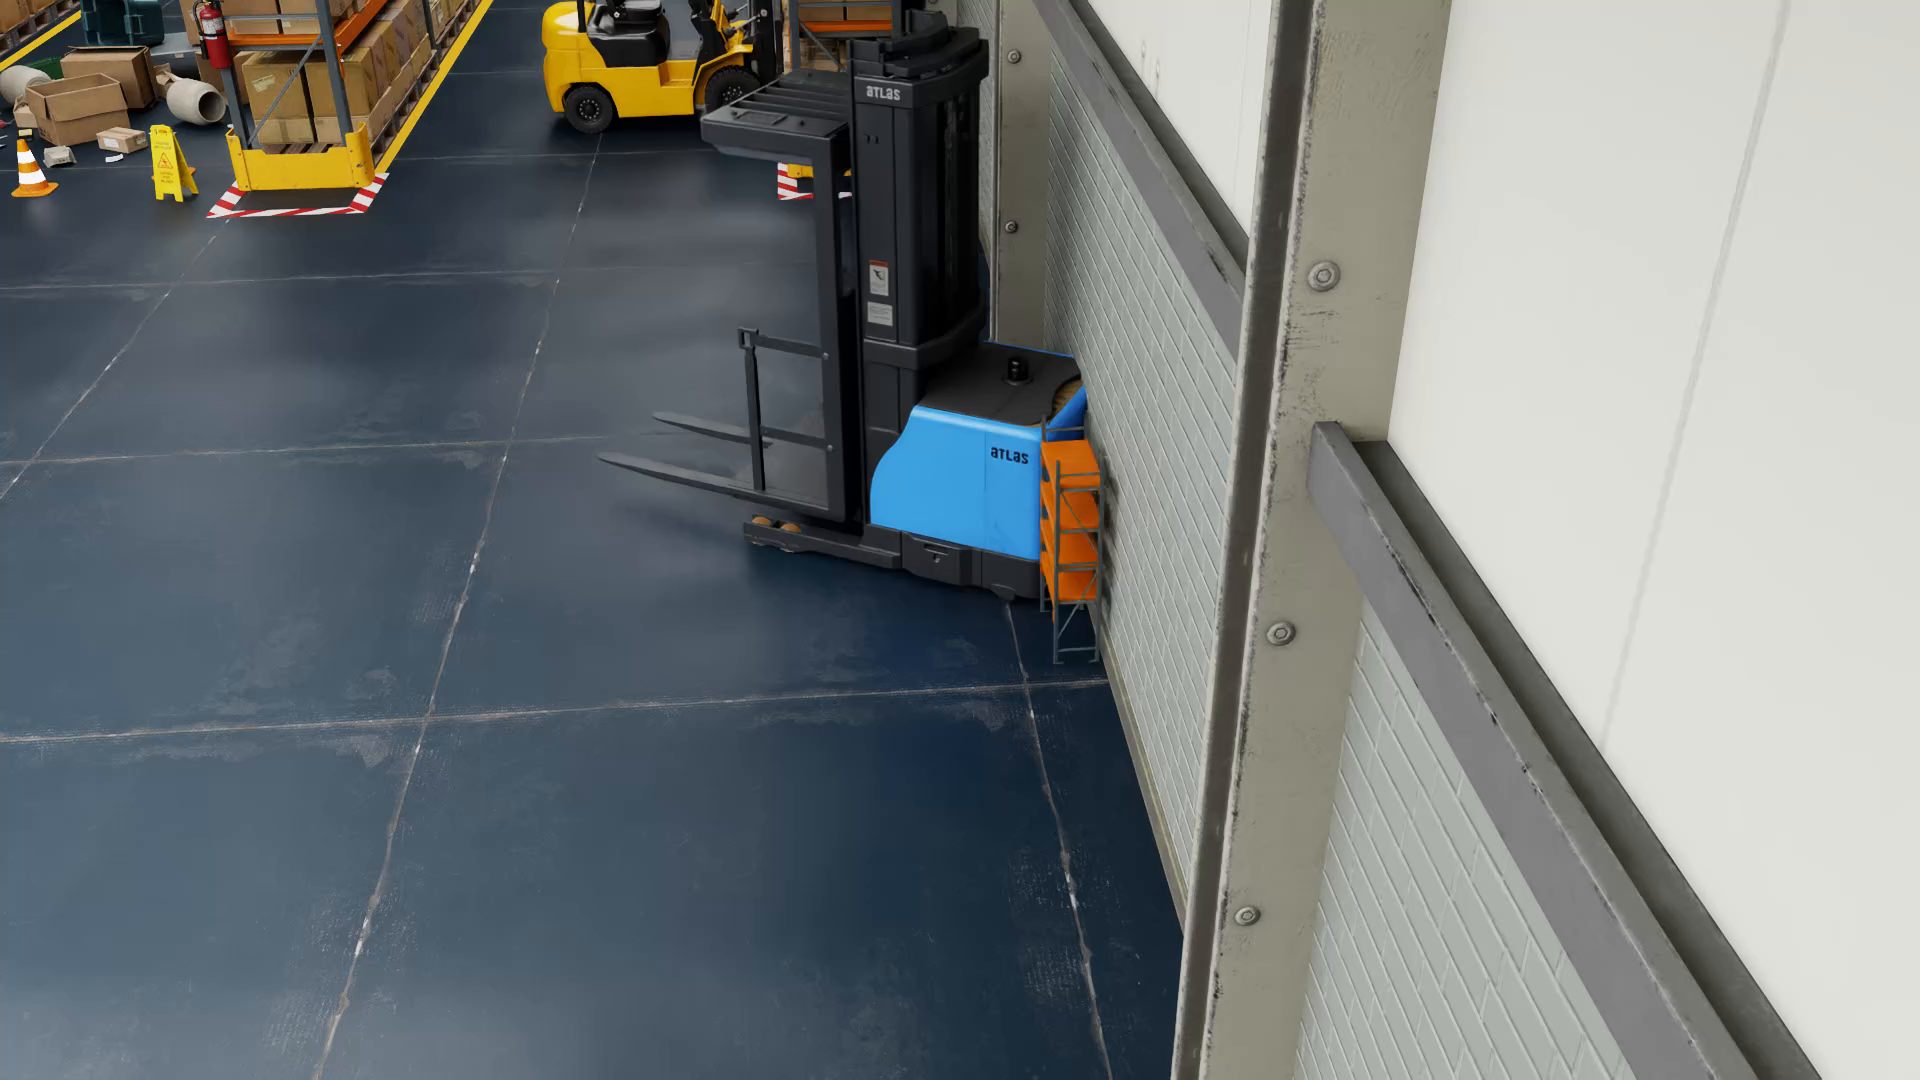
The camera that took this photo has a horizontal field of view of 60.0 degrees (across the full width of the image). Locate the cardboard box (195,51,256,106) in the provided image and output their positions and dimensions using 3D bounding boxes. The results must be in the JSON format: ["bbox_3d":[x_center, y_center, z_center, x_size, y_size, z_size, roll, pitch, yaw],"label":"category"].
[{"bbox_3d":[-7.594,-4.876,17.424,0.500,0.500,0.500,20,36,29],"label":"cardboard box"}]

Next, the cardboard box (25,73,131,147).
[{"bbox_3d":[-8.650,-4.222,16.328,0.637,0.503,0.797,27,40,37],"label":"cardboard box"}]

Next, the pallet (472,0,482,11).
[{"bbox_3d":[-6.641,-7.007,21.275,1.003,0.211,1.213,-3,31,-5],"label":"pallet"}]

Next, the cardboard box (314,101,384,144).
[{"bbox_3d":[-5.766,-3.943,15.699,0.500,0.250,0.500,-3,31,-5],"label":"cardboard box"}]

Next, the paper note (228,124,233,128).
[{"bbox_3d":[-7.274,-4.165,16.693,0.142,0.019,0.148,-14,33,-22],"label":"paper note"}]

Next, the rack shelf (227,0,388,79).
[{"bbox_3d":[-6.152,-5.231,16.284,1.077,0.370,4.000,-3,31,-5],"label":"rack shelf"}]

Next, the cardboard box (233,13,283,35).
[{"bbox_3d":[-6.213,-4.591,14.757,0.380,0.149,0.250,-2,31,-3],"label":"cardboard box"}]

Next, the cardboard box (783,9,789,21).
[{"bbox_3d":[-1.528,-5.184,16.801,0.500,0.250,0.500,-3,31,-6],"label":"cardboard box"}]

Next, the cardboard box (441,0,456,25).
[{"bbox_3d":[-6.461,-6.247,19.437,0.950,0.372,0.625,-1,31,-1],"label":"cardboard box"}]

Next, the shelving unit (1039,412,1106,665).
[{"bbox_3d":[0.571,-0.001,8.575,0.258,1.200,0.503,-4,31,-4],"label":"shelving unit"}]

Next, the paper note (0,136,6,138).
[{"bbox_3d":[-9.444,-3.964,16.377,0.032,0.001,0.123,13,33,21],"label":"paper note"}]

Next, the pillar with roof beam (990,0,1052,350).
[{"bbox_3d":[-3.917,-4.463,8.446,9.100,9.000,0.400,-3,31,-5],"label":"pillar with roof beam"}]

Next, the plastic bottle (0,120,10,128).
[{"bbox_3d":[-9.673,-4.159,16.654,0.283,0.061,0.133,-14,33,-22],"label":"plastic bottle"}]

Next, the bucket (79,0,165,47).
[{"bbox_3d":[-8.950,-5.560,17.844,0.726,0.611,0.620,8,22,13],"label":"bucket"}]

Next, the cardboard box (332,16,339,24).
[{"bbox_3d":[-5.829,-4.722,14.976,0.380,0.149,0.250,-2,31,-4],"label":"cardboard box"}]

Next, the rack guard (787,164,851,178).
[{"bbox_3d":[-1.022,-3.673,15.412,1.175,0.500,0.348,-3,31,-5],"label":"rack guard"}]

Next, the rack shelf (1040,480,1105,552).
[{"bbox_3d":[0.569,-0.134,8.494,0.258,0.148,0.480,-4,31,-4],"label":"rack shelf"}]

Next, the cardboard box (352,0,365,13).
[{"bbox_3d":[-5.751,-4.993,15.430,0.380,0.149,0.250,-2,31,-4],"label":"cardboard box"}]

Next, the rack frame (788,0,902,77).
[{"bbox_3d":[-1.024,-4.758,14.791,1.000,3.000,0.127,-3,31,-5],"label":"rack frame"}]

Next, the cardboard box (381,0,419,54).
[{"bbox_3d":[-5.968,-5.334,17.295,0.500,0.500,0.500,-2,31,-4],"label":"cardboard box"}]

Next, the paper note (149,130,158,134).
[{"bbox_3d":[-7.966,-4.067,16.541,0.148,0.019,0.142,8,32,13],"label":"paper note"}]

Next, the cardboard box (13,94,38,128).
[{"bbox_3d":[-9.264,-4.309,16.705,0.396,0.266,0.258,2,31,4],"label":"cardboard box"}]

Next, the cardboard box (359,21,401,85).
[{"bbox_3d":[-5.860,-4.801,16.403,0.500,0.500,0.500,-2,31,-4],"label":"cardboard box"}]

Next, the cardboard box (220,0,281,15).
[{"bbox_3d":[-6.291,-4.953,14.730,0.500,0.500,0.500,-3,31,-5],"label":"cardboard box"}]

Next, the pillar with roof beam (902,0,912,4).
[{"bbox_3d":[-5.038,-10.589,18.704,9.100,9.000,0.400,-3,31,-5],"label":"pillar with roof beam"}]

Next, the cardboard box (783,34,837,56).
[{"bbox_3d":[-1.431,-4.668,15.937,0.500,0.250,0.500,-2,31,-4],"label":"cardboard box"}]

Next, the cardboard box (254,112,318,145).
[{"bbox_3d":[-6.311,-3.930,15.677,0.500,0.250,0.500,-3,31,-5],"label":"cardboard box"}]

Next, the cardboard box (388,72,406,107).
[{"bbox_3d":[-5.869,-4.482,16.601,0.500,0.250,0.500,-1,31,-1],"label":"cardboard box"}]

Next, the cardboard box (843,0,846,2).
[{"bbox_3d":[-0.865,-5.332,15.655,0.500,0.500,0.500,-2,31,-3],"label":"cardboard box"}]

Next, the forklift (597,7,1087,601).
[{"bbox_3d":[-0.706,-1.418,9.265,3.031,2.935,1.130,13,33,20],"label":"forklift"}]

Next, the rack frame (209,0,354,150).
[{"bbox_3d":[-5.966,-4.518,14.390,1.000,3.000,0.127,-3,31,-5],"label":"rack frame"}]

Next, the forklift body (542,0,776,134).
[{"bbox_3d":[-3.018,-5.274,16.483,2.313,2.155,1.214,-3,31,-5],"label":"forklift body"}]

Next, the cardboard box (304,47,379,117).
[{"bbox_3d":[-5.768,-4.277,15.527,0.500,0.500,0.500,-4,31,-6],"label":"cardboard box"}]

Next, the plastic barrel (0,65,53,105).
[{"bbox_3d":[-9.625,-4.660,17.140,0.512,0.421,0.421,20,36,29],"label":"plastic barrel"}]

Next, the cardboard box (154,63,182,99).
[{"bbox_3d":[-8.400,-4.868,17.642,0.396,0.266,0.258,27,40,37],"label":"cardboard box"}]

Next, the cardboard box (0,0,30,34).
[{"bbox_3d":[-11.492,-6.292,19.143,1.050,0.750,0.750,-3,31,-5],"label":"cardboard box"}]

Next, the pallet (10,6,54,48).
[{"bbox_3d":[-11.523,-6.089,19.739,1.003,0.211,1.213,-3,31,-5],"label":"pallet"}]

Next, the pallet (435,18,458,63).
[{"bbox_3d":[-6.414,-5.761,19.189,1.003,0.211,1.213,-3,31,-5],"label":"pallet"}]

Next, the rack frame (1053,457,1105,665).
[{"bbox_3d":[0.596,0.124,8.367,0.240,1.200,0.015,-4,31,-4],"label":"rack frame"}]

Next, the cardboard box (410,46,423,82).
[{"bbox_3d":[-5.957,-5.000,17.468,0.500,0.250,0.500,-4,31,-6],"label":"cardboard box"}]

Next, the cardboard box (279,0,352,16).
[{"bbox_3d":[-5.734,-4.944,14.715,0.500,0.500,0.500,-3,31,-5],"label":"cardboard box"}]

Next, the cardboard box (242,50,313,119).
[{"bbox_3d":[-6.300,-4.237,15.459,0.500,0.500,0.500,-3,31,-4],"label":"cardboard box"}]

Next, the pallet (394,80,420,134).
[{"bbox_3d":[-6.124,-4.398,16.908,1.003,0.211,1.213,-3,31,-5],"label":"pallet"}]

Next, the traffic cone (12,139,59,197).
[{"bbox_3d":[-8.364,-3.360,14.925,0.336,0.463,0.334,-3,31,-5],"label":"traffic cone"}]

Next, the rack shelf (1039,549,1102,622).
[{"bbox_3d":[0.576,0.227,8.712,0.258,0.148,0.480,-4,31,-4],"label":"rack shelf"}]

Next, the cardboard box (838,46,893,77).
[{"bbox_3d":[-0.880,-4.442,15.558,0.500,0.250,0.500,-3,31,-5],"label":"cardboard box"}]

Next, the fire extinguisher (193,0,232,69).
[{"bbox_3d":[-6.414,-4.405,14.275,0.296,0.674,0.183,-3,31,-5],"label":"fire extinguisher"}]
